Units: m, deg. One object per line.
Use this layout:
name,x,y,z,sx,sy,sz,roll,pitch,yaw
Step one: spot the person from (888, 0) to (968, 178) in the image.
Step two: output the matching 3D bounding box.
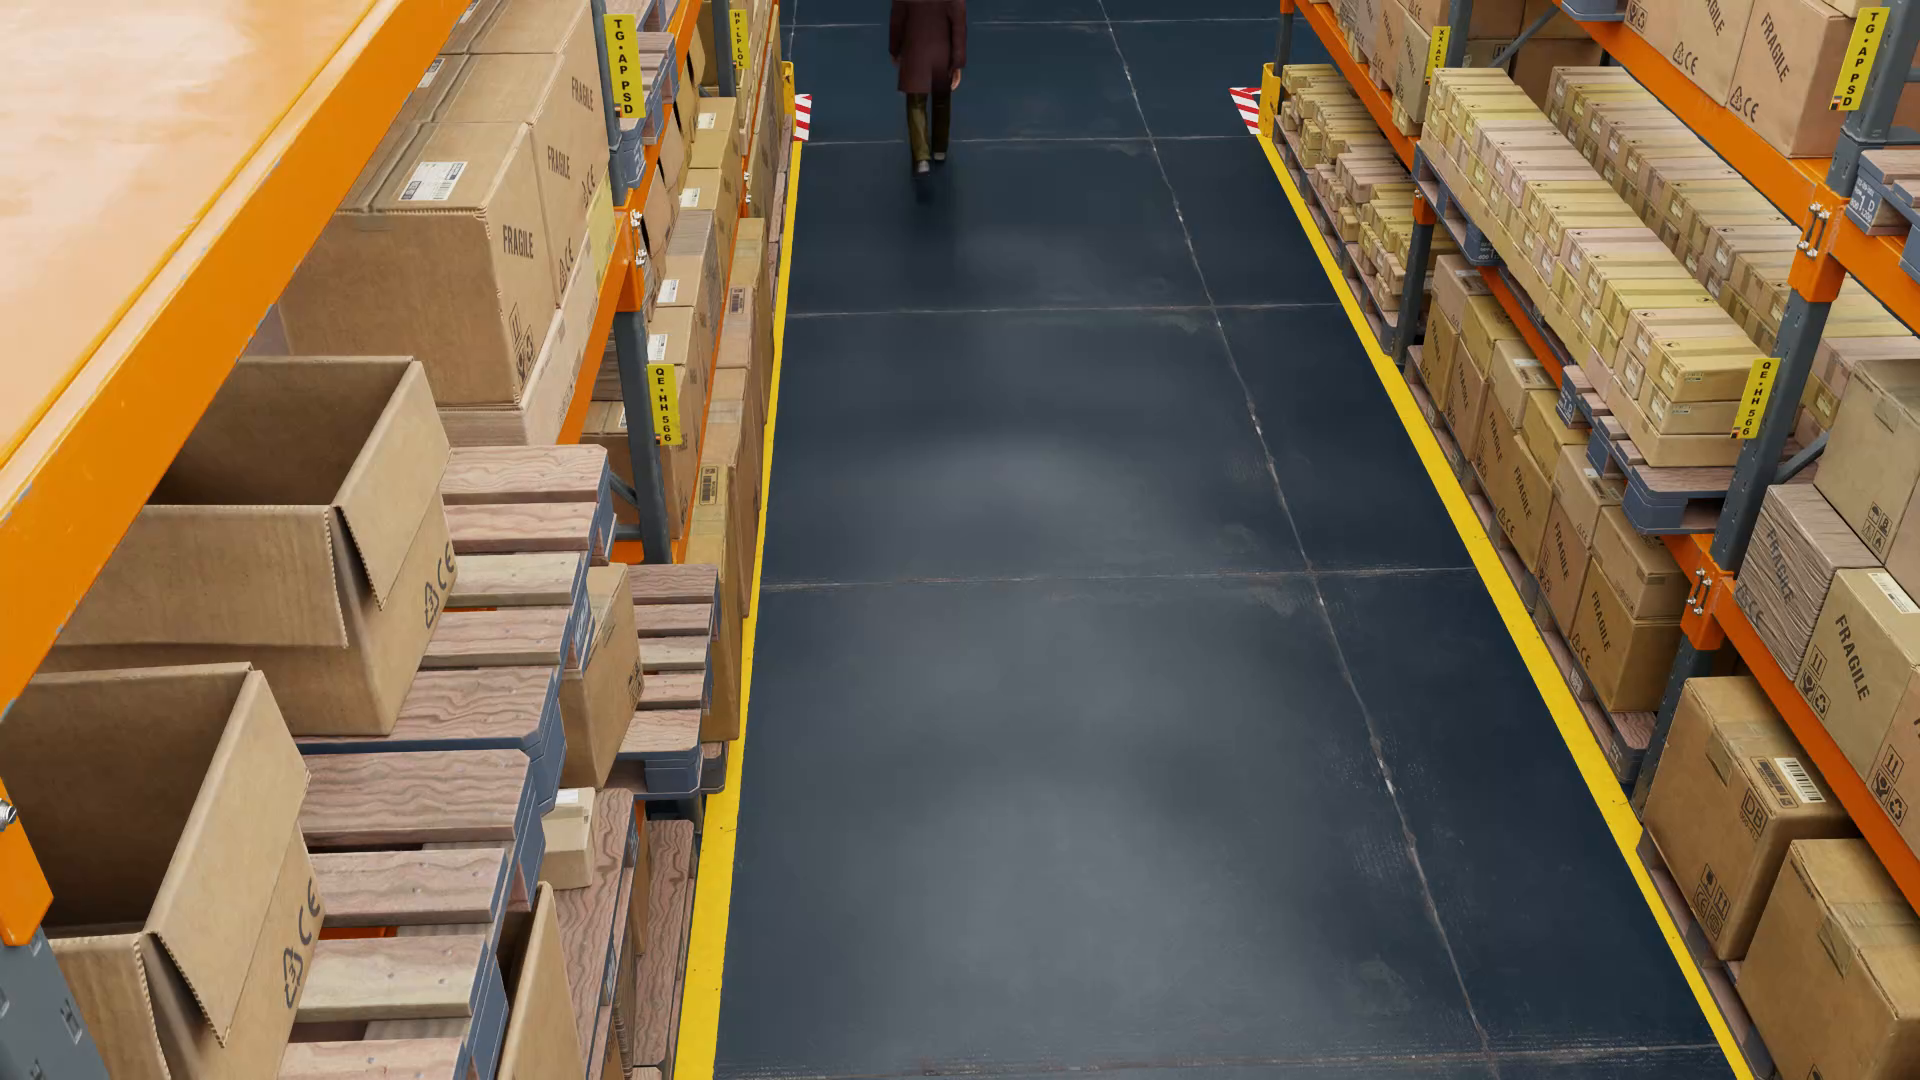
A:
person,-0.239,-3.578,12.359,0.573,1.738,1.065,-3,35,-4
